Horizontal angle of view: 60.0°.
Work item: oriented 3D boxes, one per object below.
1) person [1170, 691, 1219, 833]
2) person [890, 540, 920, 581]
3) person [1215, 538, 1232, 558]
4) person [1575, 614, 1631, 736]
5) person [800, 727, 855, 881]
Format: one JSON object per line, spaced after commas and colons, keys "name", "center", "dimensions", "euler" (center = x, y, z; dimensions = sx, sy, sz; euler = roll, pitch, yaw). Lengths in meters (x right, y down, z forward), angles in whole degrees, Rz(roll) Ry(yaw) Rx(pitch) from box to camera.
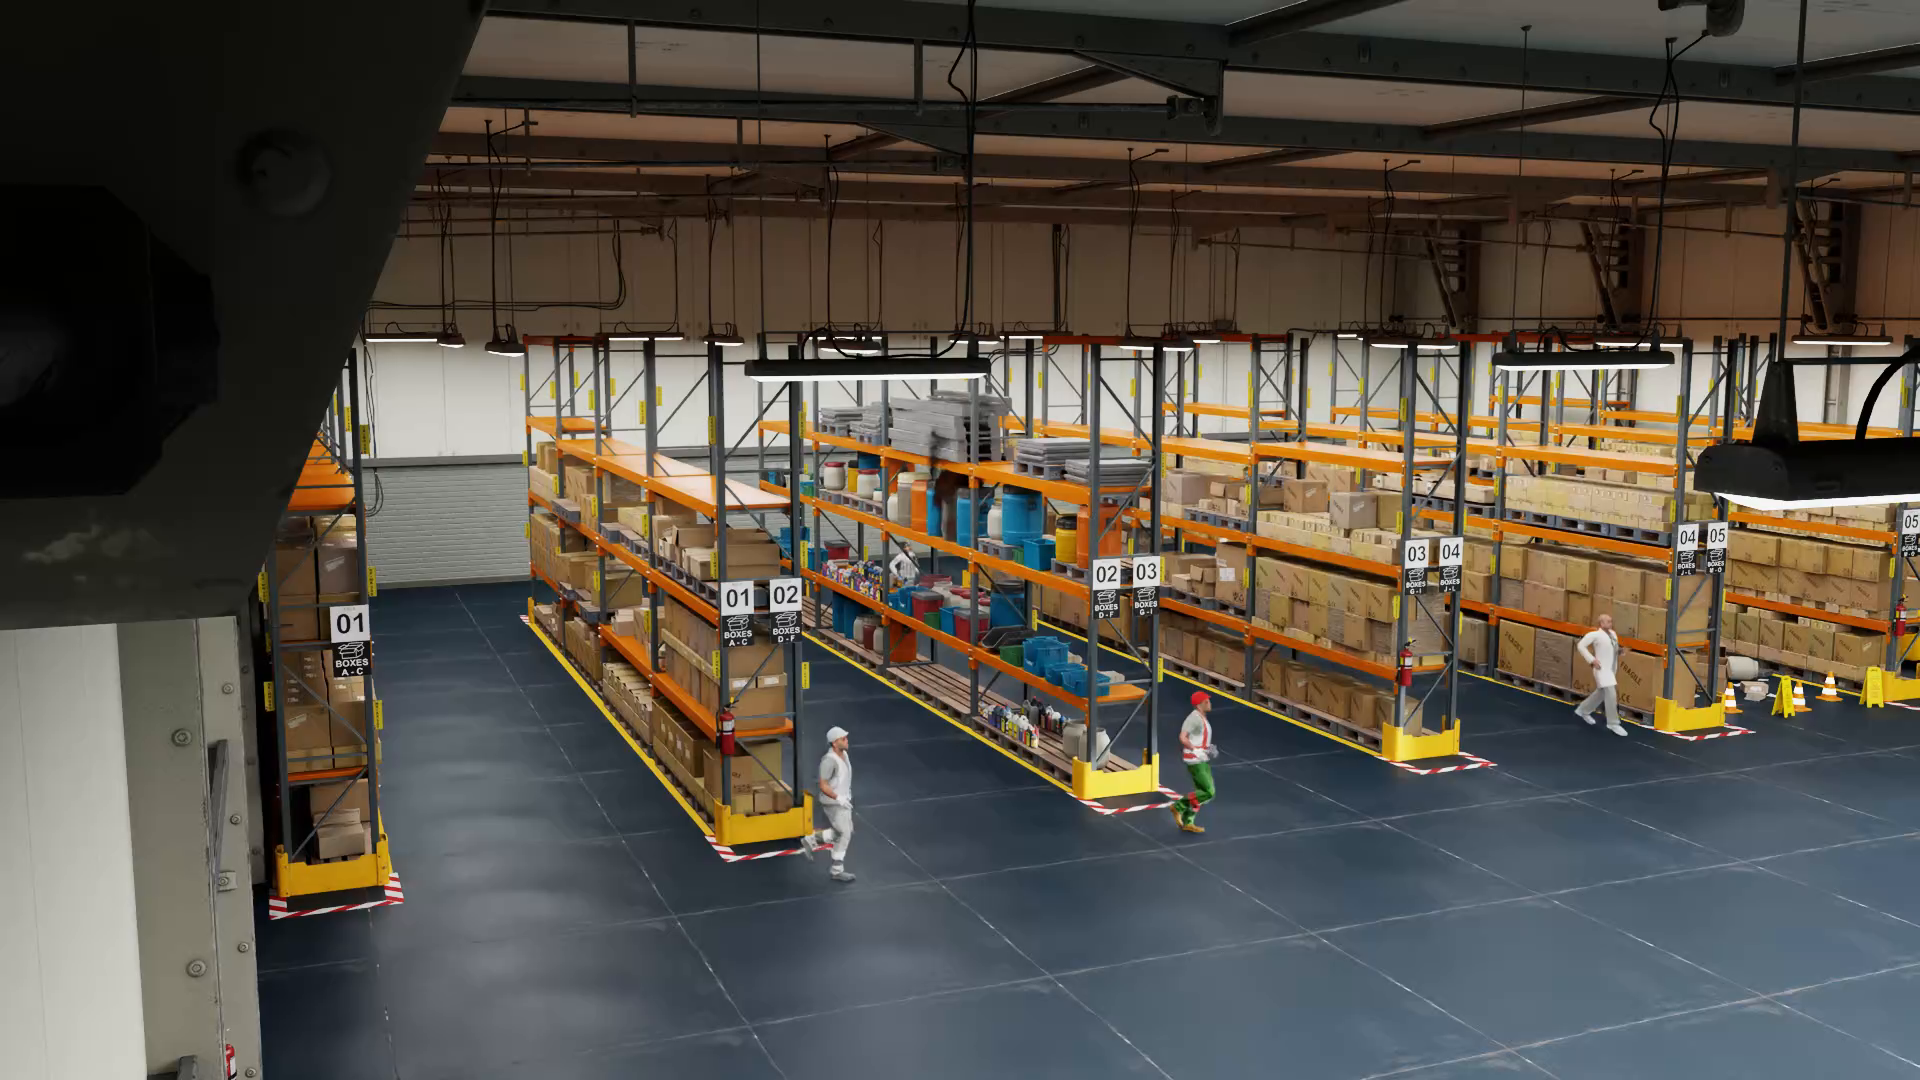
{"name": "person", "center": [2.928, 2.735, 20.671], "dimensions": [0.561, 1.730, 0.674], "euler": [2, 8, 15]}
{"name": "person", "center": [-1.093, 0.818, 35.259], "dimensions": [0.600, 1.657, 0.577], "euler": [-6, 10, -37]}
{"name": "person", "center": [5.677, 0.811, 35.102], "dimensions": [0.667, 1.764, 0.686], "euler": [-2, 8, -17]}
{"name": "person", "center": [9.890, 2.036, 25.537], "dimensions": [0.699, 1.806, 0.948], "euler": [-7, 10, -40]}
{"name": "person", "center": [-1.482, 2.970, 18.869], "dimensions": [0.688, 1.761, 0.677], "euler": [2, 8, 14]}
